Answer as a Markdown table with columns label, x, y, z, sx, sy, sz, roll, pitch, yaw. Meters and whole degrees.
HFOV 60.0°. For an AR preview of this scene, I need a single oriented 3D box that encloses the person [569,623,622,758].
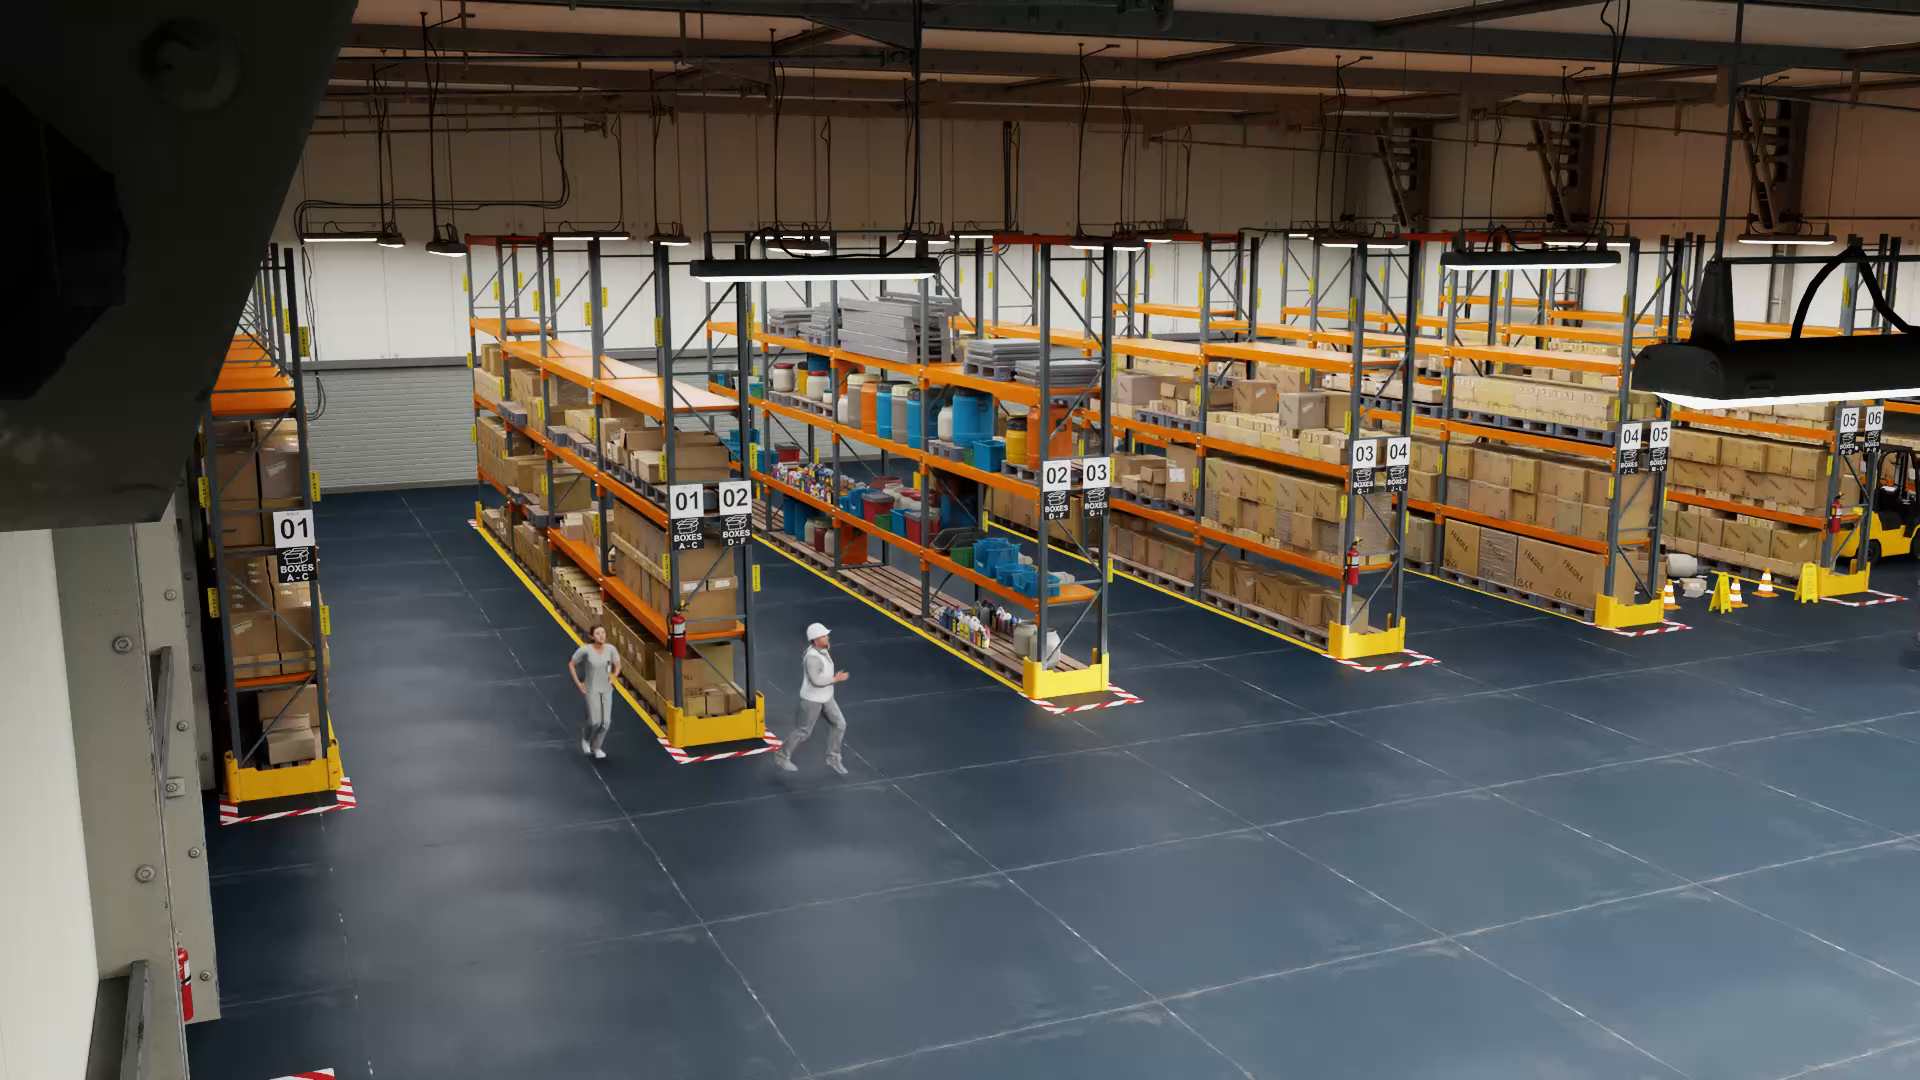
| label | x | y | z | sx | sy | sz | roll | pitch | yaw |
| --- | --- | --- | --- | --- | --- | --- | --- | --- | --- |
| person | -4.258 | 1.786 | 19.618 | 0.609 | 1.631 | 0.502 | -7 | 13 | -31 |

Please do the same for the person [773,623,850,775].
| label | x | y | z | sx | sy | sz | roll | pitch | yaw |
| --- | --- | --- | --- | --- | --- | --- | --- | --- | --- |
| person | -1.679 | 1.830 | 19.067 | 0.900 | 1.823 | 0.662 | 2 | 11 | 11 |

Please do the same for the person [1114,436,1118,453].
| label | x | y | z | sx | sy | sz | roll | pitch | yaw |
| --- | --- | --- | --- | --- | --- | --- | --- | --- | --- |
| person | 3.823 | -2.556 | 41.722 | 0.984 | 1.795 | 0.729 | -5 | 12 | -24 |
